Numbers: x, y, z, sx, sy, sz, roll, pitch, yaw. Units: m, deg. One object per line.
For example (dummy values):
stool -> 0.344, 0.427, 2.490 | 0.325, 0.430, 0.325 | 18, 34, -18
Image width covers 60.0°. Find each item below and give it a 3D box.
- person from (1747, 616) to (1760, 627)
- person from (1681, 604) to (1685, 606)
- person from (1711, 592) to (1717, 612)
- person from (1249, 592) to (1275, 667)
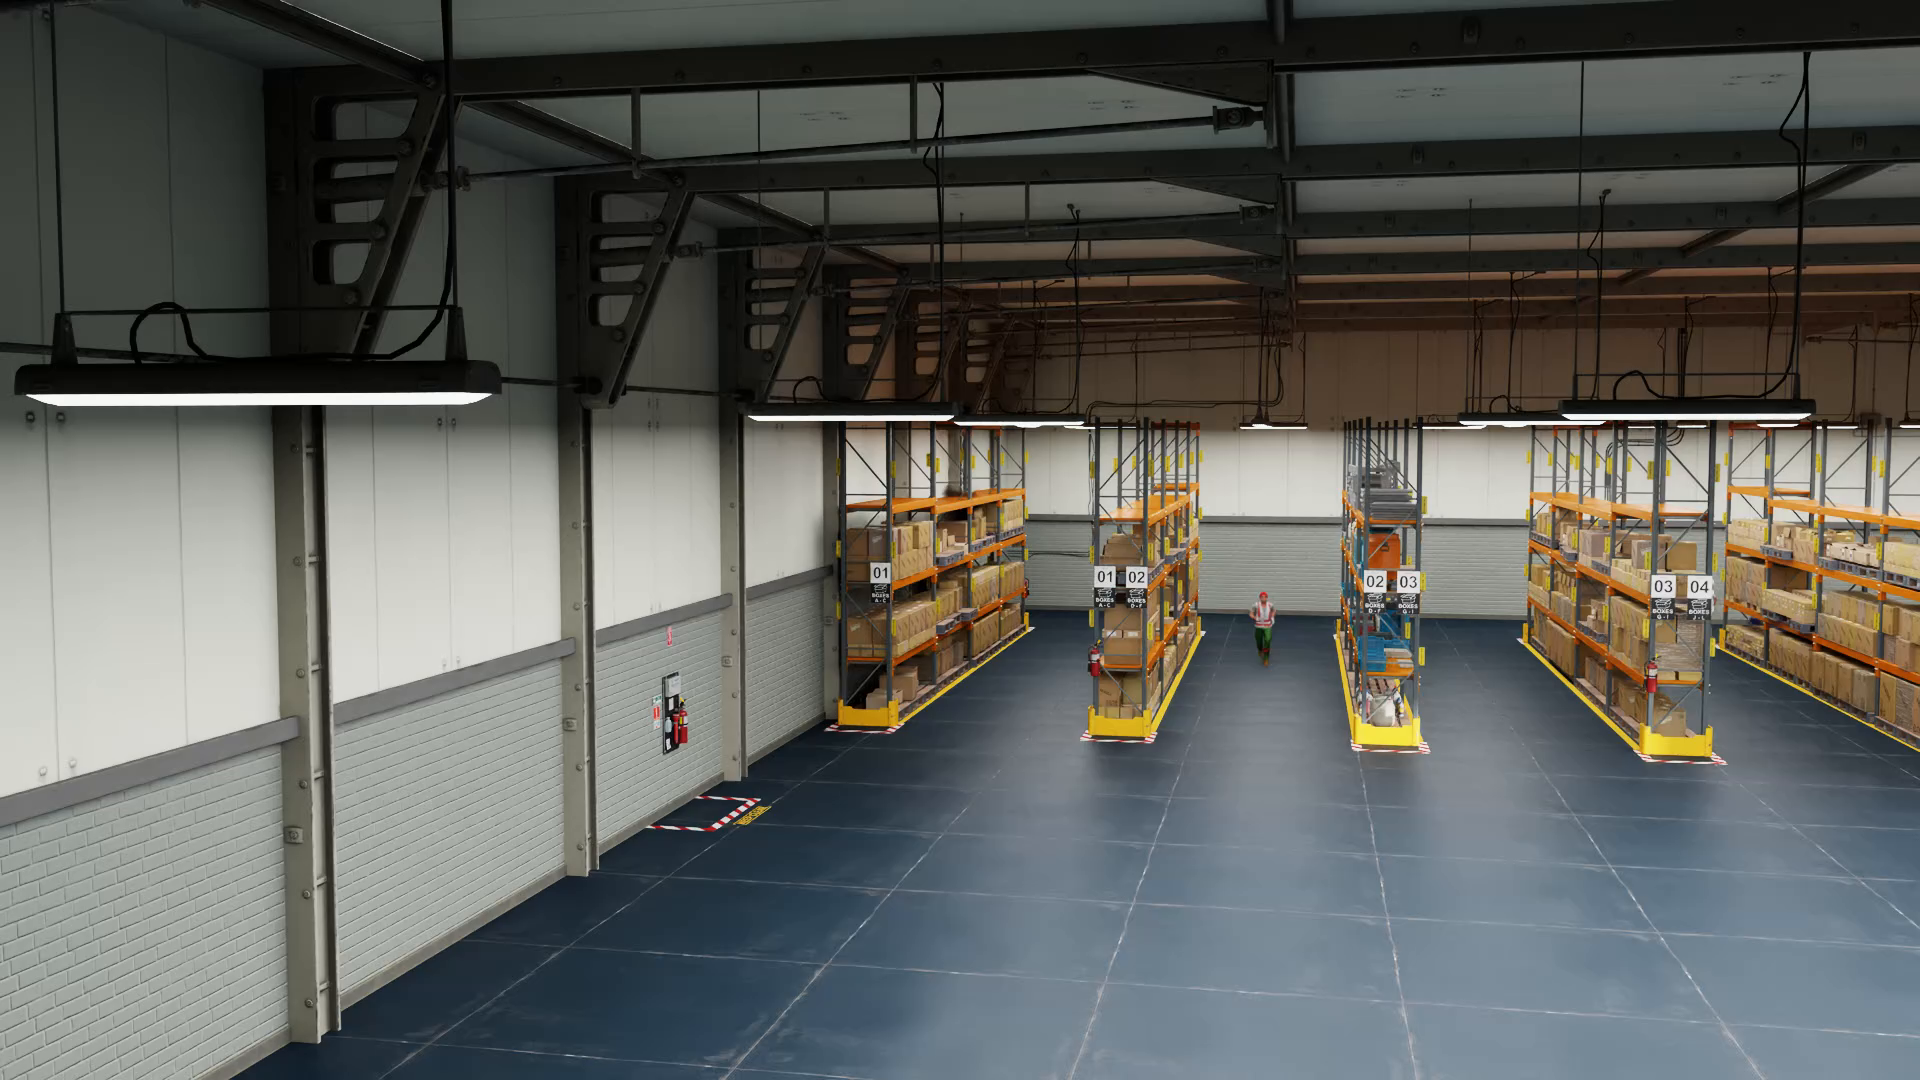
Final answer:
person -> 21.602, 2.013, 44.964 | 0.575, 1.587, 0.608 | 0, 4, 7
person -> 19.305, 1.955, 44.924 | 0.820, 1.753, 0.669 | -1, 4, -21
person -> 19.949, 1.922, 44.934 | 0.911, 1.780, 0.742 | -3, 5, -36
person -> 7.453, 2.172, 41.046 | 0.621, 1.802, 1.142 | 1, 4, 11
